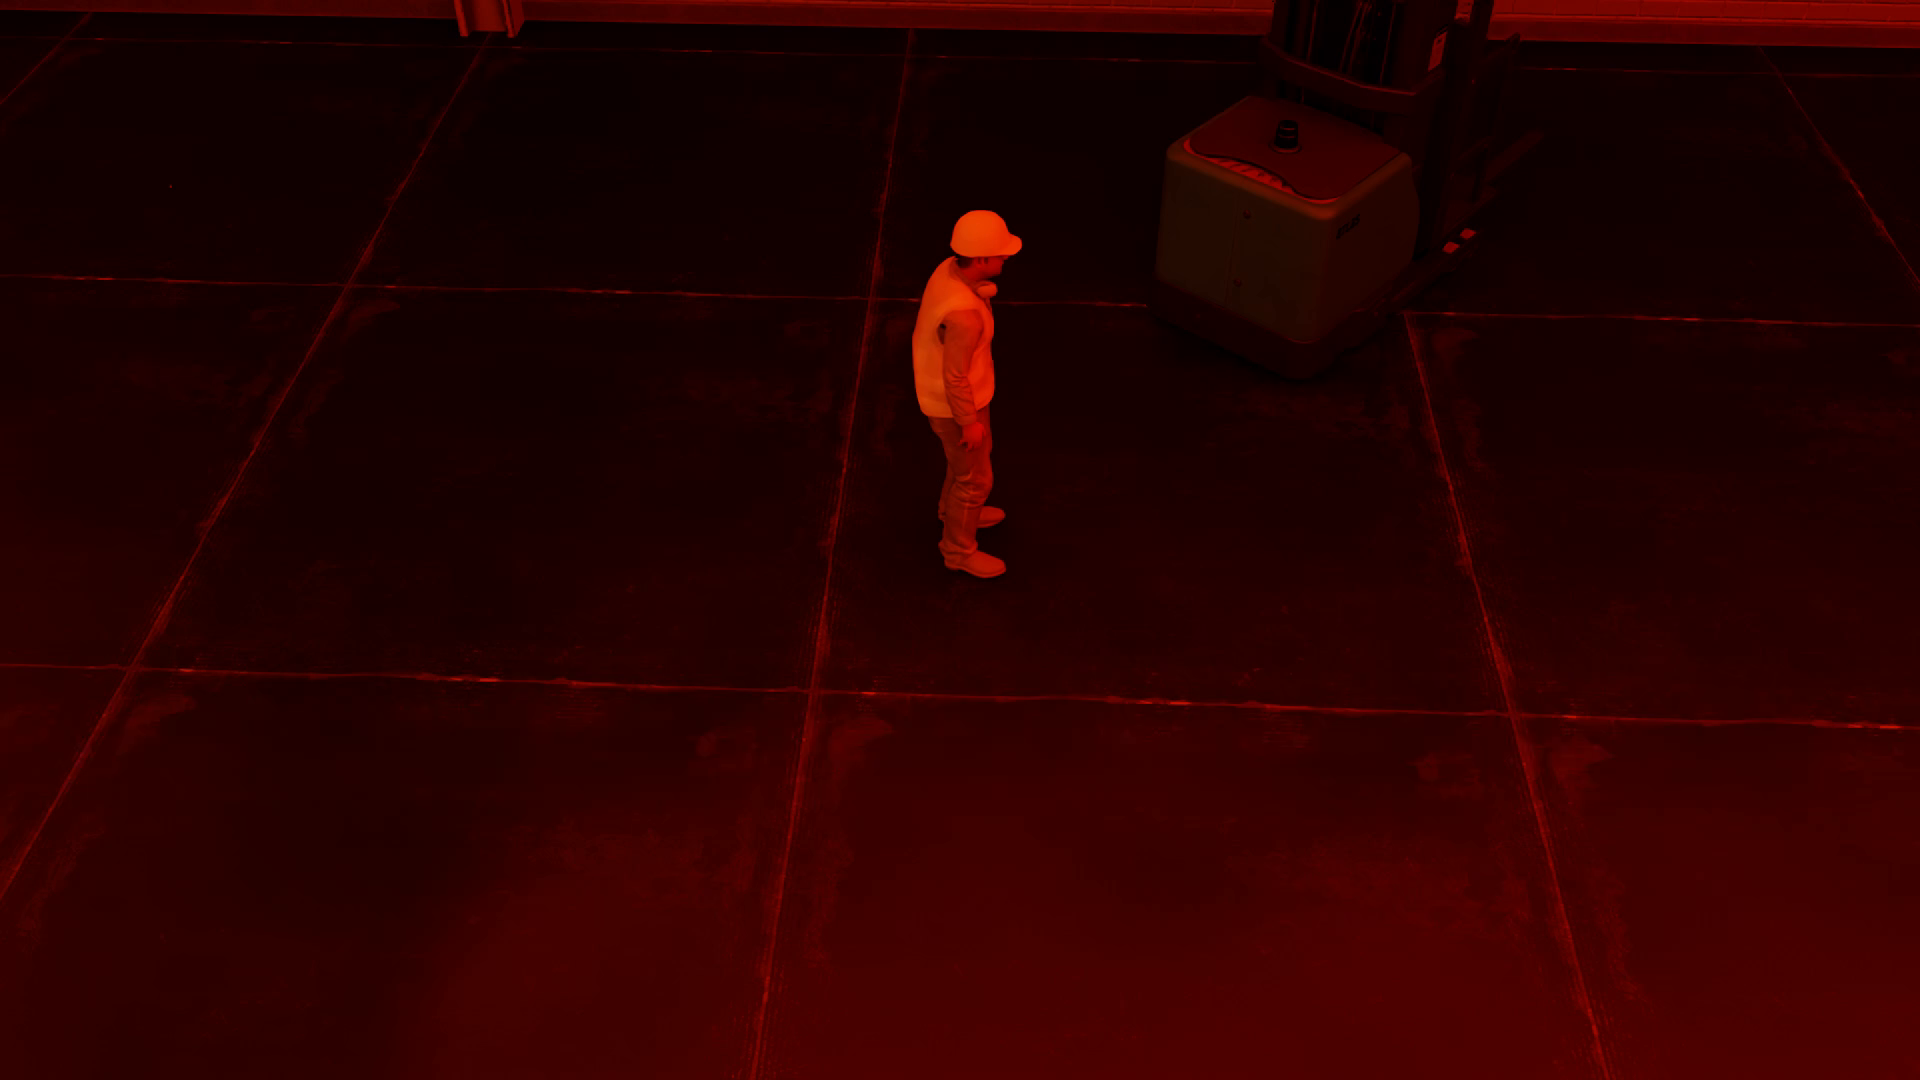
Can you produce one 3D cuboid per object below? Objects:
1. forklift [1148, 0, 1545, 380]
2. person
[{"bbox_3d":[2.396,-2.839,8.852,1.130,2.935,3.031,31,51,29],"label":"forklift"},{"bbox_3d":[0.025,-0.659,7.326,0.463,1.770,0.580,0,42,0],"label":"person"}]
